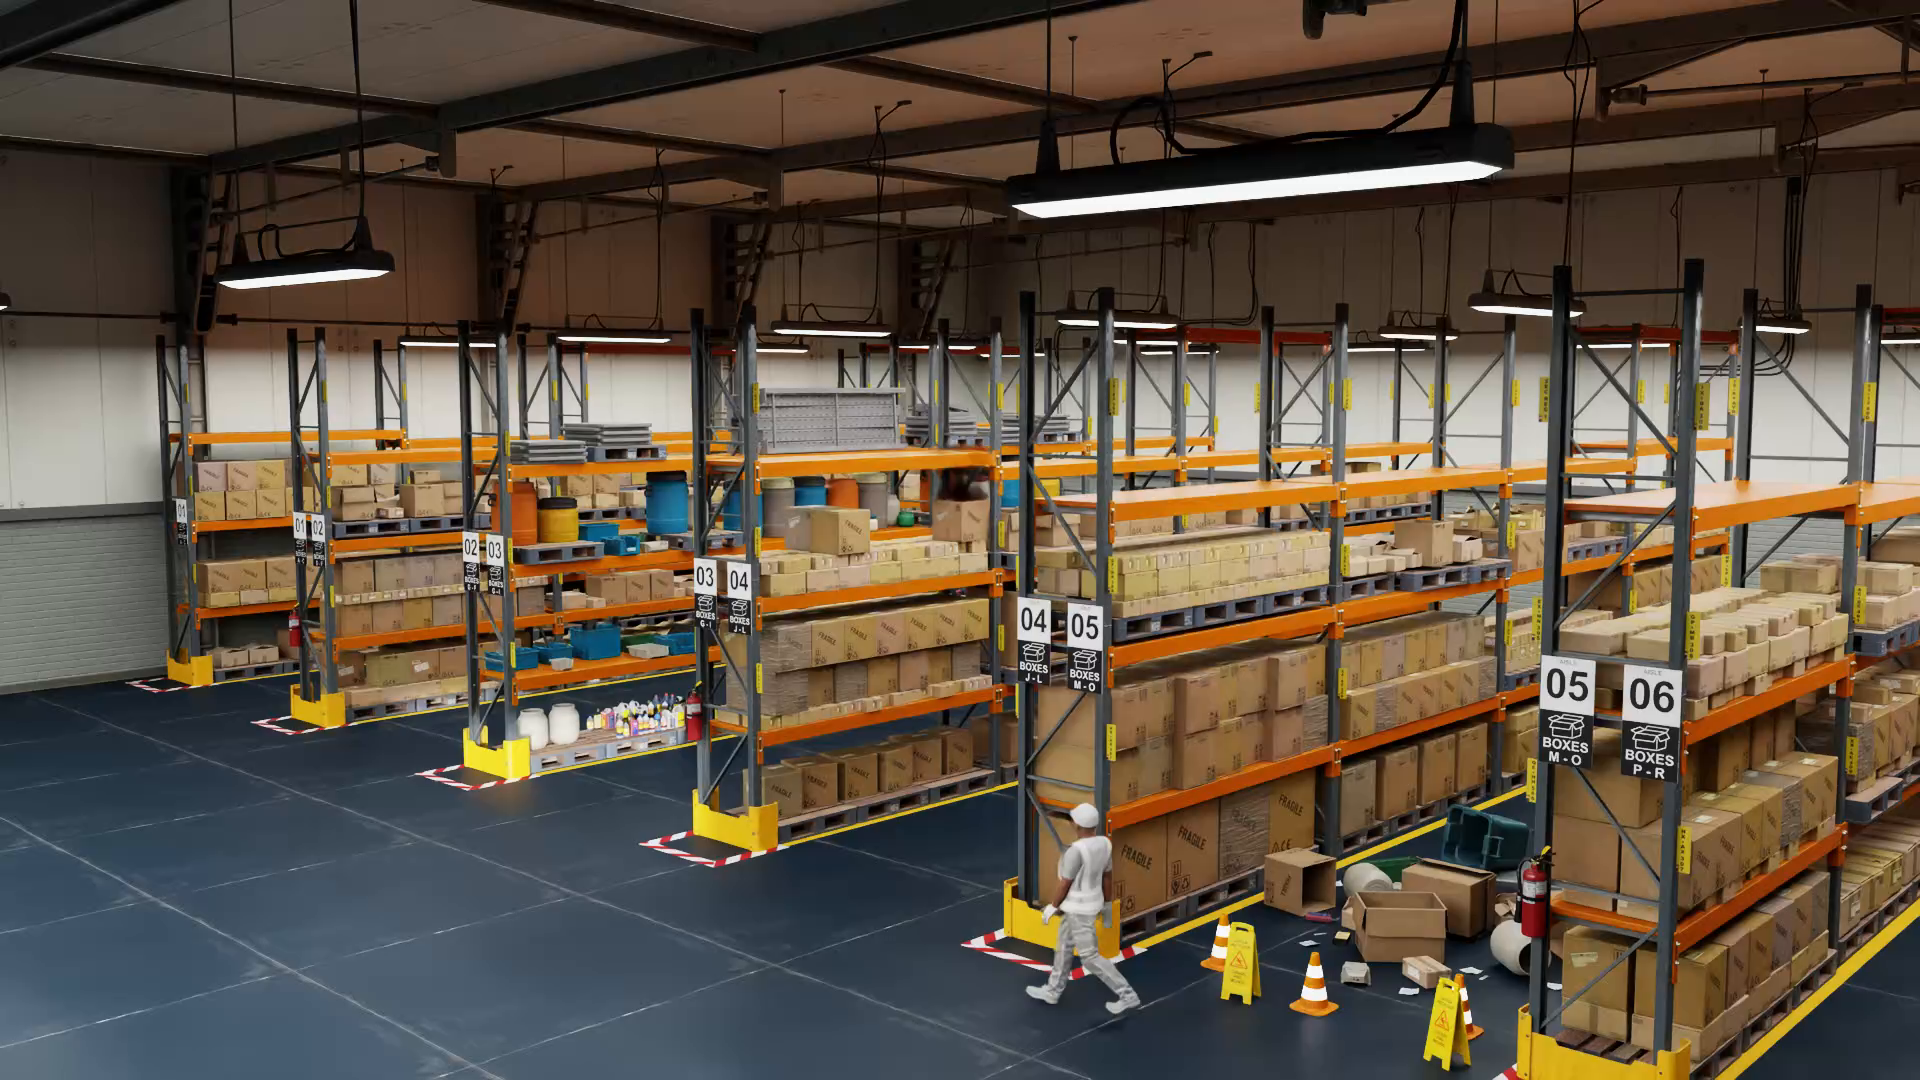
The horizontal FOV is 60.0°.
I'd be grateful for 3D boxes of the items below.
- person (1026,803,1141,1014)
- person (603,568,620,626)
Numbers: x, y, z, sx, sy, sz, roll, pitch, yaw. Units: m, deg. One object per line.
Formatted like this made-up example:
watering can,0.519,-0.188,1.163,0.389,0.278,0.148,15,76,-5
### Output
person,0.993,3.015,13.614,1.038,1.754,0.505,2,6,19
person,-6.932,1.255,33.265,0.348,1.625,0.493,4,7,40
